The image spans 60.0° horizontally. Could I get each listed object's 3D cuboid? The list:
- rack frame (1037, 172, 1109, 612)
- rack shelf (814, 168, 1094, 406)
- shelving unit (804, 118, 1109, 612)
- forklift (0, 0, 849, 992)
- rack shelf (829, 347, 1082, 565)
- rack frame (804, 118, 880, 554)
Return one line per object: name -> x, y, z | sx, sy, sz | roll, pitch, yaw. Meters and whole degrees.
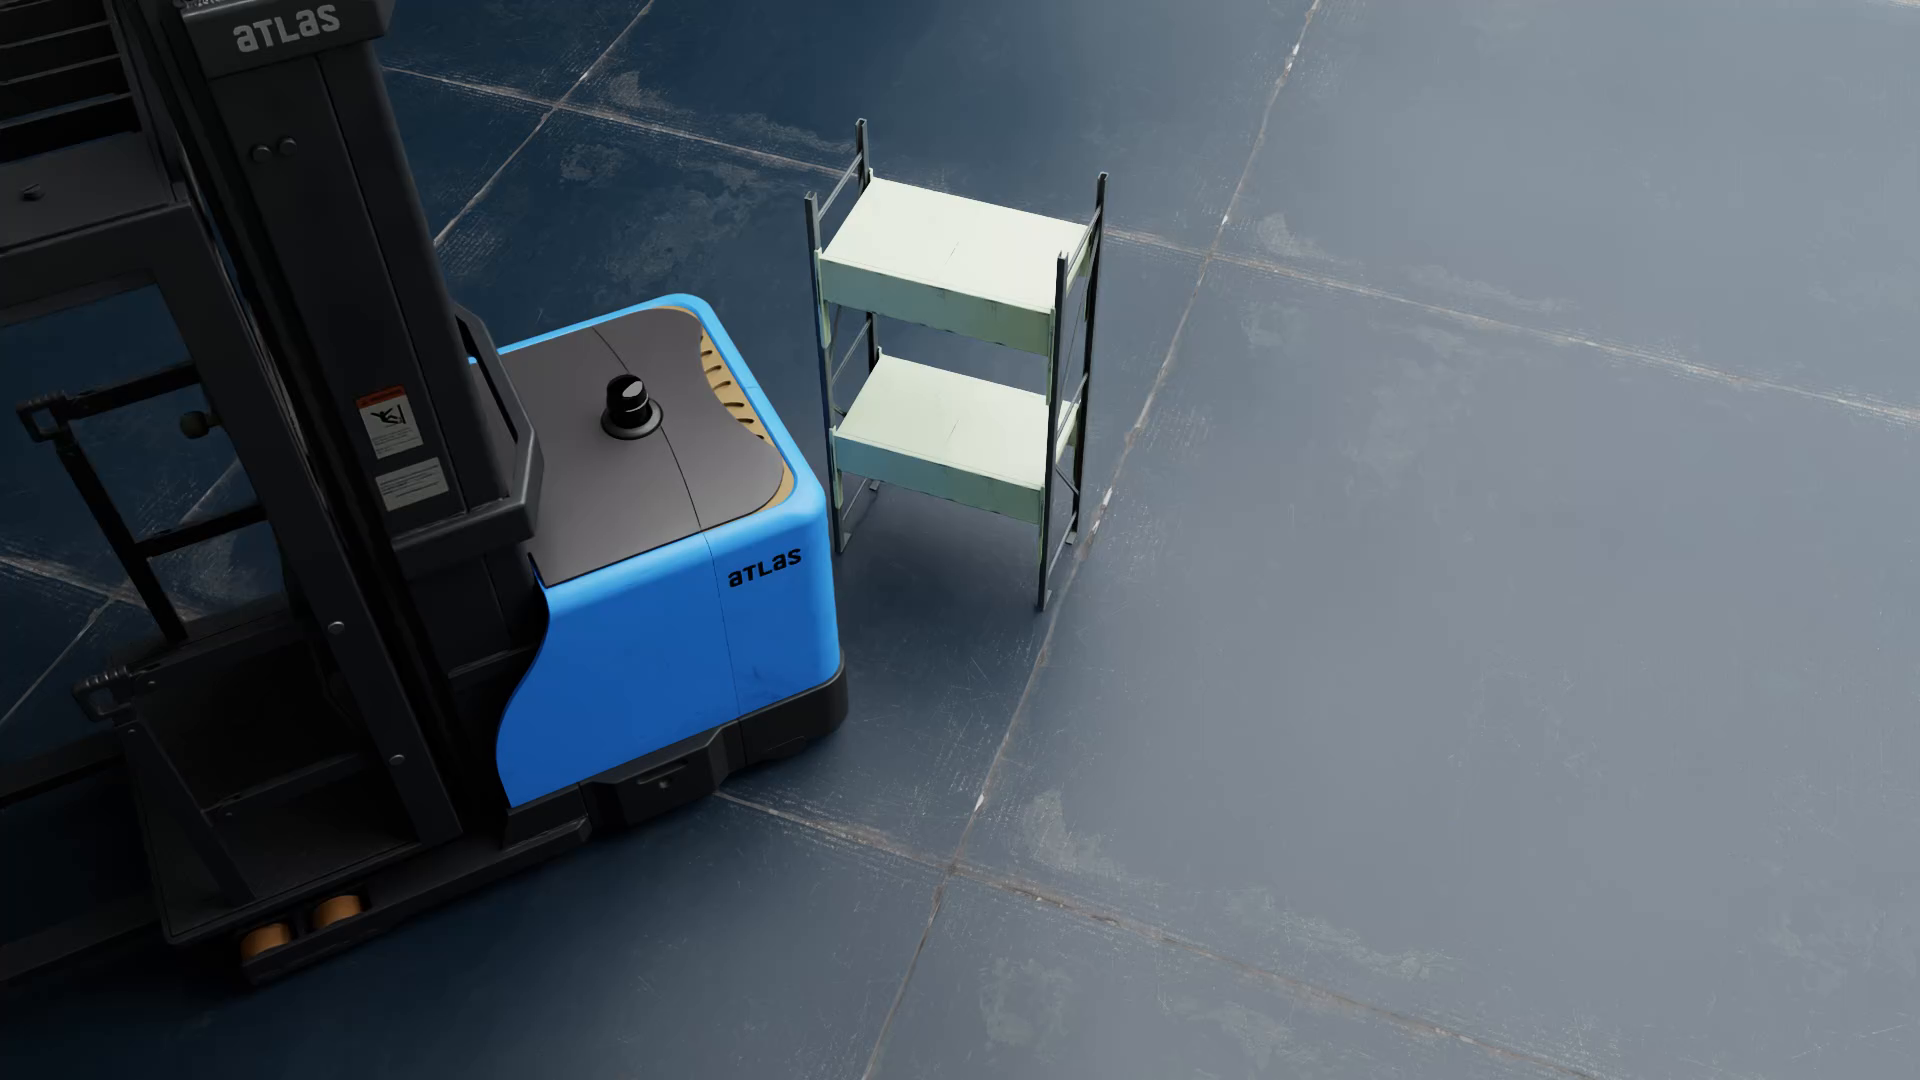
rack frame -> 0.337, -0.397, 5.102 | 0.023, 1.500, 0.400 | 16, 51, 13
rack shelf -> -0.006, -0.749, 4.890 | 0.720, 0.370, 0.431 | 16, 51, 13
shelving unit -> -0.006, -0.493, 5.185 | 0.755, 1.500, 0.431 | 16, 51, 13
forklift -> -1.899, -0.189, 3.974 | 3.031, 2.935, 1.130 | -21, 52, -17
rack shelf -> -0.006, -0.279, 5.431 | 0.720, 0.370, 0.431 | 16, 51, 13
rack frame -> -0.350, -0.589, 5.268 | 0.023, 1.500, 0.400 | 16, 51, 13
